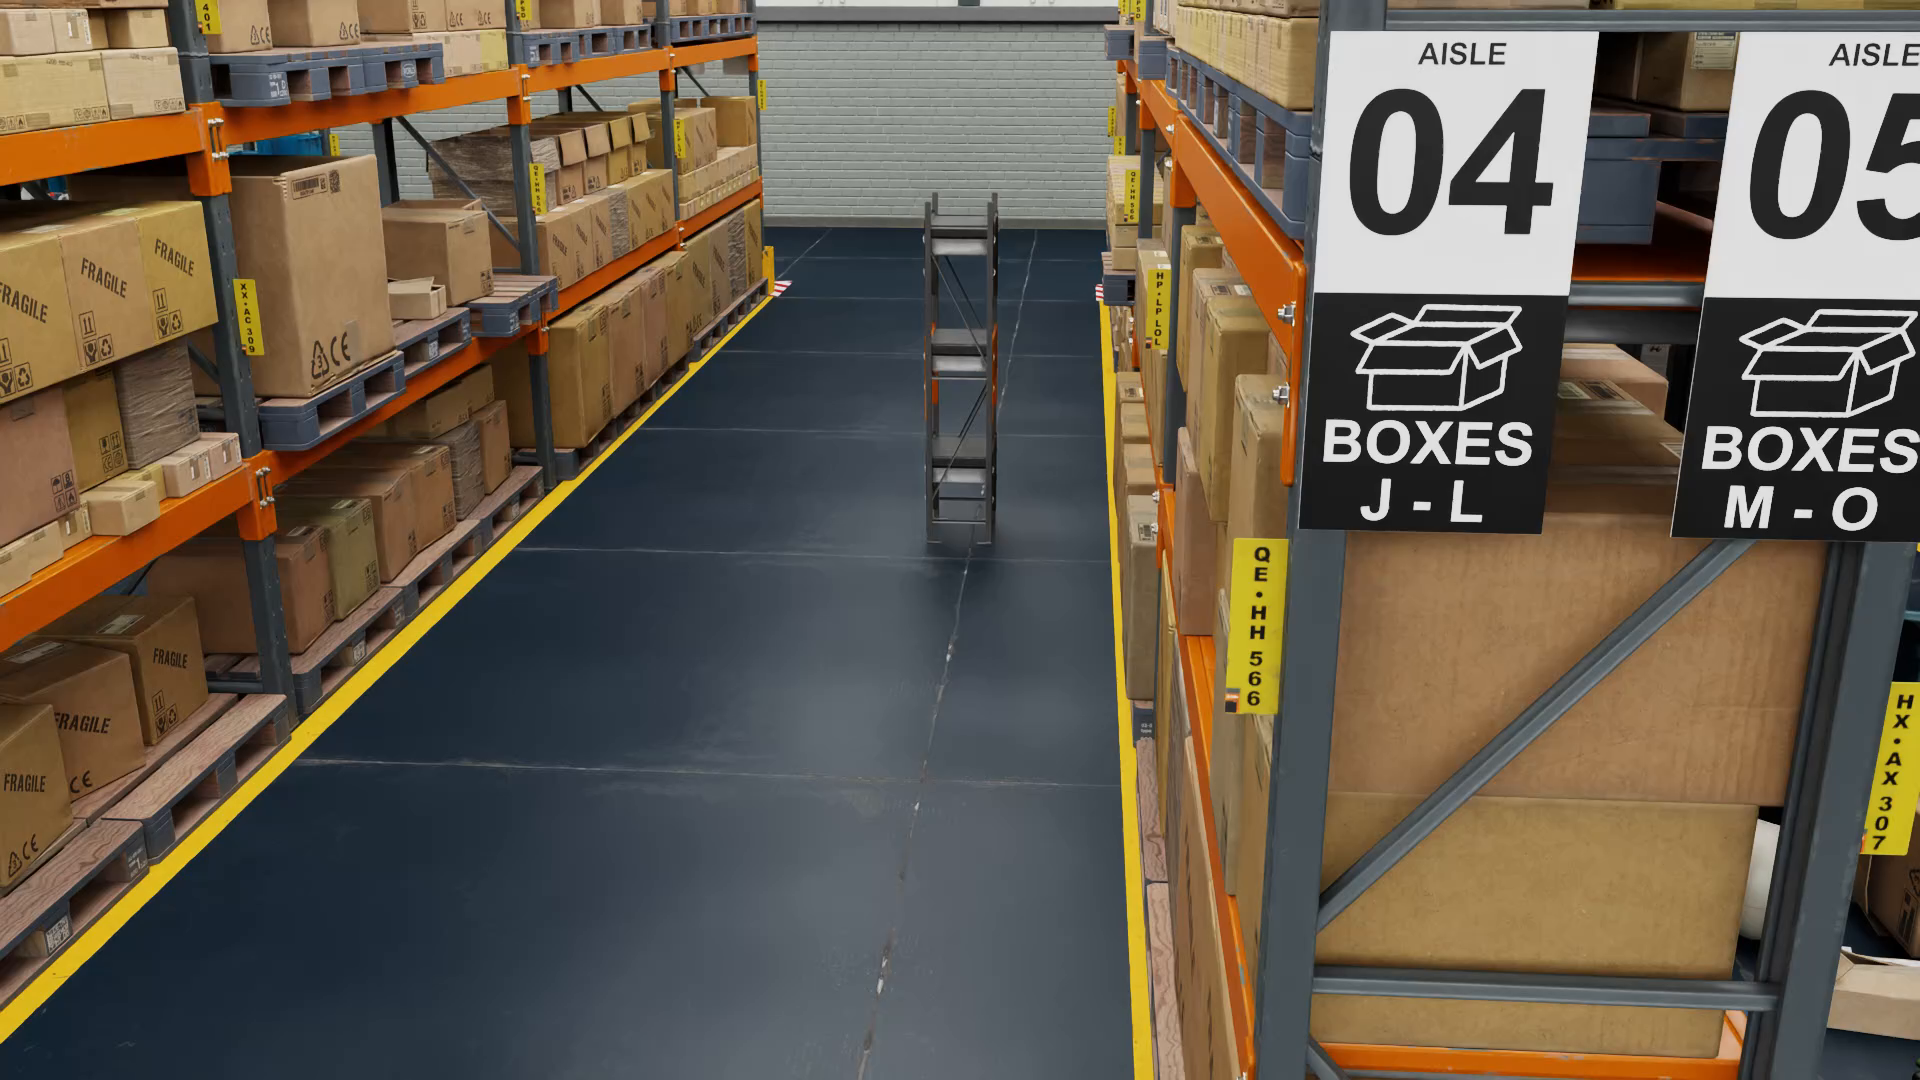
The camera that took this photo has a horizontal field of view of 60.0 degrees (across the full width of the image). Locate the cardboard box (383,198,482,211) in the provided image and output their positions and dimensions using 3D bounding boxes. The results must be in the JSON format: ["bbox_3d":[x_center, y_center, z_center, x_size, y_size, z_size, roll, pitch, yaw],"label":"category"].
[{"bbox_3d":[-3.306,-1.873,10.487,0.500,0.500,0.500,-1,18,-3],"label":"cardboard box"}]

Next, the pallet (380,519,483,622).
[{"bbox_3d":[-3.454,0.151,9.623,1.003,0.211,1.213,1,18,4],"label":"pallet"}]

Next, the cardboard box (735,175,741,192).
[{"bbox_3d":[-2.502,-3.725,17.376,0.380,0.149,0.250,1,18,3],"label":"cardboard box"}]

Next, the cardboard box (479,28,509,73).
[{"bbox_3d":[-3.096,-2.996,10.171,0.500,0.250,0.500,1,18,4],"label":"cardboard box"}]

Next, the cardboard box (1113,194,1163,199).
[{"bbox_3d":[1.231,-2.256,11.263,0.380,0.149,0.250,1,18,3],"label":"cardboard box"}]

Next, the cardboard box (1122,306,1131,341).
[{"bbox_3d":[1.527,-1.715,12.977,0.500,0.250,0.500,2,18,6],"label":"cardboard box"}]

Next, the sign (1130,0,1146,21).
[{"bbox_3d":[1.092,-3.336,10.140,0.100,0.325,0.005,1,18,4],"label":"sign"}]

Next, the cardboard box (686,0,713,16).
[{"bbox_3d":[-2.802,-5.327,16.051,0.700,0.500,0.500,2,18,6],"label":"cardboard box"}]

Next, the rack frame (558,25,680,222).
[{"bbox_3d":[-3.020,-3.037,14.874,1.000,3.000,0.127,1,18,4],"label":"rack frame"}]

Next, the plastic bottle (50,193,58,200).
[{"bbox_3d":[-7.713,-2.774,14.150,0.144,0.351,0.185,1,18,4],"label":"plastic bottle"}]

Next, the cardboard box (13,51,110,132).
[{"bbox_3d":[-3.414,-1.597,5.903,0.500,0.250,0.500,2,18,5],"label":"cardboard box"}]

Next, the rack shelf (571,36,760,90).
[{"bbox_3d":[-2.877,-4.742,16.414,1.077,0.370,4.000,1,18,4],"label":"rack shelf"}]

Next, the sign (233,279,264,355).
[{"bbox_3d":[-3.052,-0.954,7.126,0.100,0.325,0.005,1,18,4],"label":"sign"}]

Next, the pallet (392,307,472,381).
[{"bbox_3d":[-3.408,-1.088,9.233,1.003,0.211,1.213,1,18,4],"label":"pallet"}]

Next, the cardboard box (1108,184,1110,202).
[{"bbox_3d":[1.380,-2.763,13.288,0.380,0.149,0.250,1,18,2],"label":"cardboard box"}]

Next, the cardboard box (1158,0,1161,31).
[{"bbox_3d":[1.326,-2.878,8.978,0.500,0.250,0.500,2,18,5],"label":"cardboard box"}]

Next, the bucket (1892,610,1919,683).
[{"bbox_3d":[3.636,0.517,6.844,0.726,0.611,0.620,8,10,23],"label":"bucket"}]

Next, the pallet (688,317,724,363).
[{"bbox_3d":[-2.887,-1.946,16.023,1.003,0.211,1.213,1,18,4],"label":"pallet"}]

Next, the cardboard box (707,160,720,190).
[{"bbox_3d":[-2.653,-3.562,16.241,0.500,0.250,0.500,2,18,5],"label":"cardboard box"}]

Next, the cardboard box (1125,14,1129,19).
[{"bbox_3d":[1.699,-4.635,14.373,0.500,0.250,0.500,0,18,1],"label":"cardboard box"}]

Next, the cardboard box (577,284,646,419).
[{"bbox_3d":[-3.165,-1.475,12.845,1.225,0.875,0.875,1,18,4],"label":"cardboard box"}]

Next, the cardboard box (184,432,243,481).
[{"bbox_3d":[-3.316,-0.359,7.106,0.380,0.149,0.250,1,18,4],"label":"cardboard box"}]

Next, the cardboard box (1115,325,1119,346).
[{"bbox_3d":[1.608,-1.869,15.213,0.380,0.149,0.250,2,18,5],"label":"cardboard box"}]

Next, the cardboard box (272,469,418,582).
[{"bbox_3d":[-3.435,-0.085,9.173,0.700,0.500,0.500,0,18,-1],"label":"cardboard box"}]

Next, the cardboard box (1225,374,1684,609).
[{"bbox_3d":[1.072,-0.039,3.751,0.875,0.550,0.550,1,18,4],"label":"cardboard box"}]

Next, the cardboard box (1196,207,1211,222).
[{"bbox_3d":[1.411,-1.247,7.645,0.700,0.500,0.500,1,18,3],"label":"cardboard box"}]

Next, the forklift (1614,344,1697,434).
[{"bbox_3d":[4.082,-0.838,8.274,3.031,2.935,1.130,13,22,34],"label":"forklift"}]

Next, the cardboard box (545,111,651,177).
[{"bbox_3d":[-3.058,-3.362,14.096,0.797,0.503,0.637,1,18,2],"label":"cardboard box"}]

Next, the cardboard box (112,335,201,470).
[{"bbox_3d":[-3.687,-0.603,6.807,0.875,0.500,0.500,1,18,4],"label":"cardboard box"}]

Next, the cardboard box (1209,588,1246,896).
[{"bbox_3d":[1.059,0.473,3.920,0.875,0.550,0.550,1,18,4],"label":"cardboard box"}]

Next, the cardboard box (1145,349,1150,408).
[{"bbox_3d":[1.190,-0.940,8.312,0.500,0.500,0.500,1,18,4],"label":"cardboard box"}]

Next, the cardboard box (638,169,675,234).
[{"bbox_3d":[-2.781,-2.933,14.396,0.500,0.500,0.500,1,18,4],"label":"cardboard box"}]

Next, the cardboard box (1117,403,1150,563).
[{"bbox_3d":[1.441,-0.324,9.534,1.050,0.750,0.750,2,18,5],"label":"cardboard box"}]

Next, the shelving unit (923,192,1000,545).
[{"bbox_3d":[0.012,-1.049,10.253,0.431,2.100,0.503,1,18,4],"label":"shelving unit"}]

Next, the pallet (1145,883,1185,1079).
[{"bbox_3d":[1.129,1.529,5.417,1.003,0.211,1.213,1,18,4],"label":"pallet"}]

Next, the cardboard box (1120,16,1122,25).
[{"bbox_3d":[1.877,-5.194,16.881,0.500,0.250,0.500,2,18,6],"label":"cardboard box"}]

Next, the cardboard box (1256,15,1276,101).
[{"bbox_3d":[0.764,-0.910,3.134,0.380,0.149,0.250,1,18,4],"label":"cardboard box"}]

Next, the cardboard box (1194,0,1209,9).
[{"bbox_3d":[0.962,-1.694,4.885,0.500,0.250,0.500,1,18,3],"label":"cardboard box"}]

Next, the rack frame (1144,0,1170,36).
[{"bbox_3d":[1.633,-4.503,9.714,1.000,3.000,0.127,1,18,4],"label":"rack frame"}]

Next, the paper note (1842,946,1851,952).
[{"bbox_3d":[3.074,1.467,5.909,0.172,0.023,0.155,8,20,23],"label":"paper note"}]

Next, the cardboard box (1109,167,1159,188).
[{"bbox_3d":[1.360,-2.822,12.992,0.380,0.149,0.250,1,18,3],"label":"cardboard box"}]

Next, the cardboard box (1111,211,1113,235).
[{"bbox_3d":[1.248,-2.202,11.578,0.380,0.149,0.250,2,18,5],"label":"cardboard box"}]

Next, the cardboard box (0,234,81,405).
[{"bbox_3d":[-3.423,-0.760,5.680,0.500,0.500,0.500,1,18,4],"label":"cardboard box"}]

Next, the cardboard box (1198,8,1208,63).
[{"bbox_3d":[0.892,-1.462,4.819,0.380,0.149,0.250,1,18,4],"label":"cardboard box"}]

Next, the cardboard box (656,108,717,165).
[{"bbox_3d":[-2.655,-3.921,16.130,0.500,0.500,0.500,1,18,2],"label":"cardboard box"}]

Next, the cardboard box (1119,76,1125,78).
[{"bbox_3d":[1.880,-4.511,17.128,0.500,0.500,0.500,2,18,6],"label":"cardboard box"}]

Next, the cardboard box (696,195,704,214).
[{"bbox_3d":[-2.630,-3.165,15.669,0.380,0.149,0.250,2,18,6],"label":"cardboard box"}]

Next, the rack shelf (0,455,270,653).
[{"bbox_3d":[-3.737,0.411,5.507,1.077,0.370,4.000,1,18,4],"label":"rack shelf"}]

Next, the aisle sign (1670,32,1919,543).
[{"bbox_3d":[1.354,-0.374,2.573,0.394,0.787,0.004,1,18,4],"label":"aisle sign"}]

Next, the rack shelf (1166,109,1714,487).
[{"bbox_3d":[1.203,-0.872,4.606,1.077,0.370,4.000,1,18,4],"label":"rack shelf"}]

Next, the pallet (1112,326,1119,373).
[{"bbox_3d":[1.933,-1.779,15.513,1.003,0.211,1.213,1,18,4],"label":"pallet"}]
